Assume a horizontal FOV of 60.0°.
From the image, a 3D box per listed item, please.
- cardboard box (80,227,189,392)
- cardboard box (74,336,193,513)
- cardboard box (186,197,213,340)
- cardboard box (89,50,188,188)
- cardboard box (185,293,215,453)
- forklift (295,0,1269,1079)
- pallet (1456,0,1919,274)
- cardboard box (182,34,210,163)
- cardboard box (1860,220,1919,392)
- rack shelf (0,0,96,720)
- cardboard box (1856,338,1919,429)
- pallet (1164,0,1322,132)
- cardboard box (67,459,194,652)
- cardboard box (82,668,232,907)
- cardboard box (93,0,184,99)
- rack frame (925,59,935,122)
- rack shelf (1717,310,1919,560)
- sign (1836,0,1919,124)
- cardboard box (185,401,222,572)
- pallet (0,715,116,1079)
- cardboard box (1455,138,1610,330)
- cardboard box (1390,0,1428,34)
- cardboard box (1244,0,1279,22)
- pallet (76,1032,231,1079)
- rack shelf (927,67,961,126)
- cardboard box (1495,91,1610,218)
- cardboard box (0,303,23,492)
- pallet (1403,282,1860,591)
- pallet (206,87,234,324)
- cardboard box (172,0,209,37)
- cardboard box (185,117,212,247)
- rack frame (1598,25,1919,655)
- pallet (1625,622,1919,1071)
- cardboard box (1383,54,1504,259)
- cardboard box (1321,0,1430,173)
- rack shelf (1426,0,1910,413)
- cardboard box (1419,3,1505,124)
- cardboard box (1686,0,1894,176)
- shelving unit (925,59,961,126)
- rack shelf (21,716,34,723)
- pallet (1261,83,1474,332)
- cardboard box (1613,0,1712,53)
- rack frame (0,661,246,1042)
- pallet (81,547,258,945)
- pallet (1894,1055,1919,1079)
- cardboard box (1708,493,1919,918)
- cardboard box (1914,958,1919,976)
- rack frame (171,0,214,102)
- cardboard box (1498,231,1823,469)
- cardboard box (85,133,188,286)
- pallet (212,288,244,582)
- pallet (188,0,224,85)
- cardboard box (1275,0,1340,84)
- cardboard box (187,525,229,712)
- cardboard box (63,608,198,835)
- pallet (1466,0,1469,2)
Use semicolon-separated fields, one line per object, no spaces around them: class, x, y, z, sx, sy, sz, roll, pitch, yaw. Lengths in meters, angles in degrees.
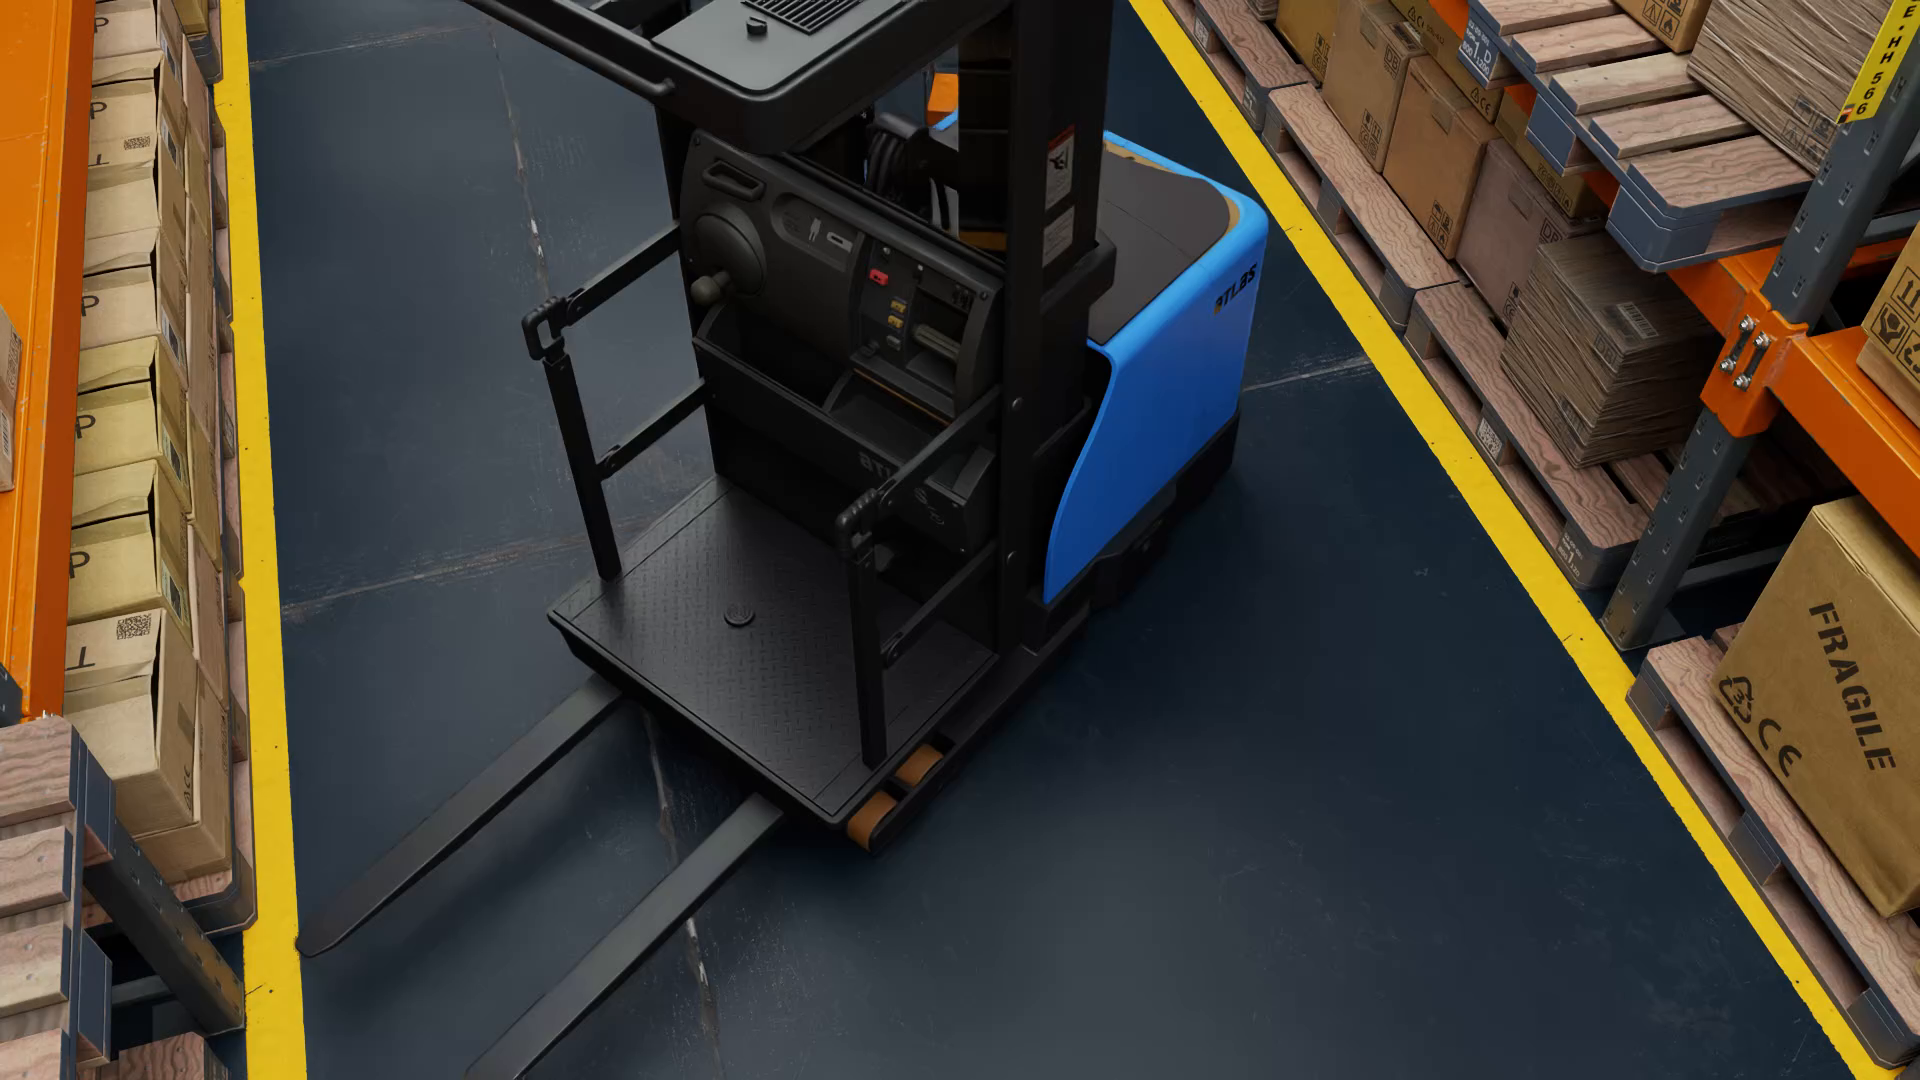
cardboard box;-2.641;-0.670;5.010;0.500;0.311;0.500;-14;51;-11
cardboard box;-2.488;-0.295;4.694;0.500;0.311;0.500;-15;51;-12
cardboard box;-2.786;-0.851;5.529;0.500;0.250;0.500;-12;51;-10
cardboard box;-2.932;-1.403;5.628;0.500;0.311;0.500;-12;51;-10
cardboard box;-2.637;-0.479;5.216;0.500;0.250;0.500;-12;51;-10
forklift;-0.437;-0.538;3.786;1.130;2.935;3.031;32;57;24
pallet;2.116;-1.219;4.441;1.213;0.211;1.003;-13;51;-11
cardboard box;-3.085;-1.595;6.156;0.500;0.250;0.500;-14;51;-11
cardboard box;2.328;-0.506;3.442;0.500;0.500;0.500;-12;51;-10
rack shelf;-2.894;-0.890;4.509;1.077;0.370;4.000;-13;51;-11
cardboard box;2.305;-0.417;3.791;0.380;0.149;0.250;-14;51;-12
pallet;1.478;-2.239;6.999;1.003;0.211;1.213;-13;51;-11
cardboard box;-2.340;0.078;4.379;0.500;0.311;0.500;-14;51;-12
cardboard box;-2.176;0.641;4.272;0.500;0.250;0.500;-13;51;-11
cardboard box;-3.091;-1.782;5.947;0.500;0.311;0.500;-13;51;-11
rack frame;-0.094;-1.173;5.552;0.008;1.050;0.200;5;50;4
rack shelf;3.020;0.908;2.993;1.077;0.370;4.000;-13;51;-11
sign;1.913;-1.002;3.428;0.100;0.325;0.005;-13;51;-11
cardboard box;-2.485;-0.105;4.900;0.500;0.250;0.500;-15;51;-12
pallet;-2.035;0.880;2.672;1.213;0.211;1.003;-13;51;-11
cardboard box;2.125;-1.037;5.509;0.700;0.500;0.500;-13;51;-11
cardboard box;1.771;-2.050;5.873;0.500;0.250;0.500;-15;51;-12
cardboard box;1.480;-2.508;6.750;0.700;0.500;0.500;-12;51;-10
pallet;-2.117;1.791;3.602;1.003;0.211;1.213;-13;51;-11
rack shelf;0.027;-1.340;5.335;0.240;0.259;0.215;5;50;4
cardboard box;2.058;-1.307;5.246;0.500;0.250;0.500;-12;51;-10
cardboard box;-2.382;-0.330;3.624;0.500;0.311;0.500;-14;51;-11
pallet;2.199;-0.456;5.497;1.003;0.211;1.213;-13;51;-11
pallet;-3.230;-1.155;6.085;1.003;0.211;1.213;-13;51;-11
cardboard box;-3.333;-2.239;6.700;0.500;0.250;0.500;-13;51;-11
cardboard box;-2.938;-1.225;5.844;0.500;0.250;0.500;-14;51;-12
rack frame;2.429;-0.784;3.949;1.000;3.000;0.127;-13;51;-11
pallet;2.590;0.707;4.516;1.003;0.211;1.213;-13;51;-11
cardboard box;1.951;-1.393;5.810;0.700;0.500;0.500;-14;51;-11
cardboard box;1.793;-1.760;6.119;0.700;0.500;0.500;-13;51;-11
rack shelf;1.837;-2.013;5.456;1.077;0.370;4.000;-13;51;-11
cardboard box;1.901;-1.681;5.562;0.500;0.250;0.500;-14;51;-11
cardboard box;2.280;-1.299;4.030;0.700;0.500;0.500;-19;52;-15
shelving unit;0.027;-1.163;5.543;0.252;1.050;0.215;5;50;4
rack shelf;-1.711;2.031;2.046;1.077;0.370;4.000;-13;51;-11
pallet;1.842;-1.346;6.247;1.003;0.211;1.213;-13;51;-11
cardboard box;2.089;-1.701;4.369;0.700;0.500;0.500;-18;52;-14
rack frame;-2.302;0.339;3.003;1.000;3.000;0.127;-13;51;-11
pallet;-2.508;0.627;4.583;1.003;0.211;1.213;-13;51;-11
pallet;2.947;1.597;3.766;1.003;0.211;1.213;-13;51;-11
cardboard box;2.521;0.340;4.133;0.750;0.750;0.750;-14;51;-11
cardboard box;2.774;0.981;3.592;0.750;0.750;0.750;-14;51;-11
rack frame;-3.485;-2.583;5.466;1.000;3.000;0.127;-13;51;-11
cardboard box;2.166;-0.634;5.170;0.700;0.500;0.500;-13;51;-10
cardboard box;-2.786;-1.038;5.320;0.500;0.311;0.500;-13;51;-11
pallet;-2.865;-0.262;5.333;1.003;0.211;1.213;-13;51;-11
pallet;-3.680;-2.274;7.029;1.003;0.211;1.213;-13;51;-11
cardboard box;1.680;-2.142;6.441;0.700;0.500;0.500;-14;51;-12
cardboard box;-2.326;0.274;4.581;0.500;0.250;0.500;-15;51;-12
cardboard box;-2.176;0.460;4.057;0.500;0.311;0.500;-12;51;-10
pallet;1.804;-2.159;5.234;1.003;0.211;1.213;-13;51;-11
